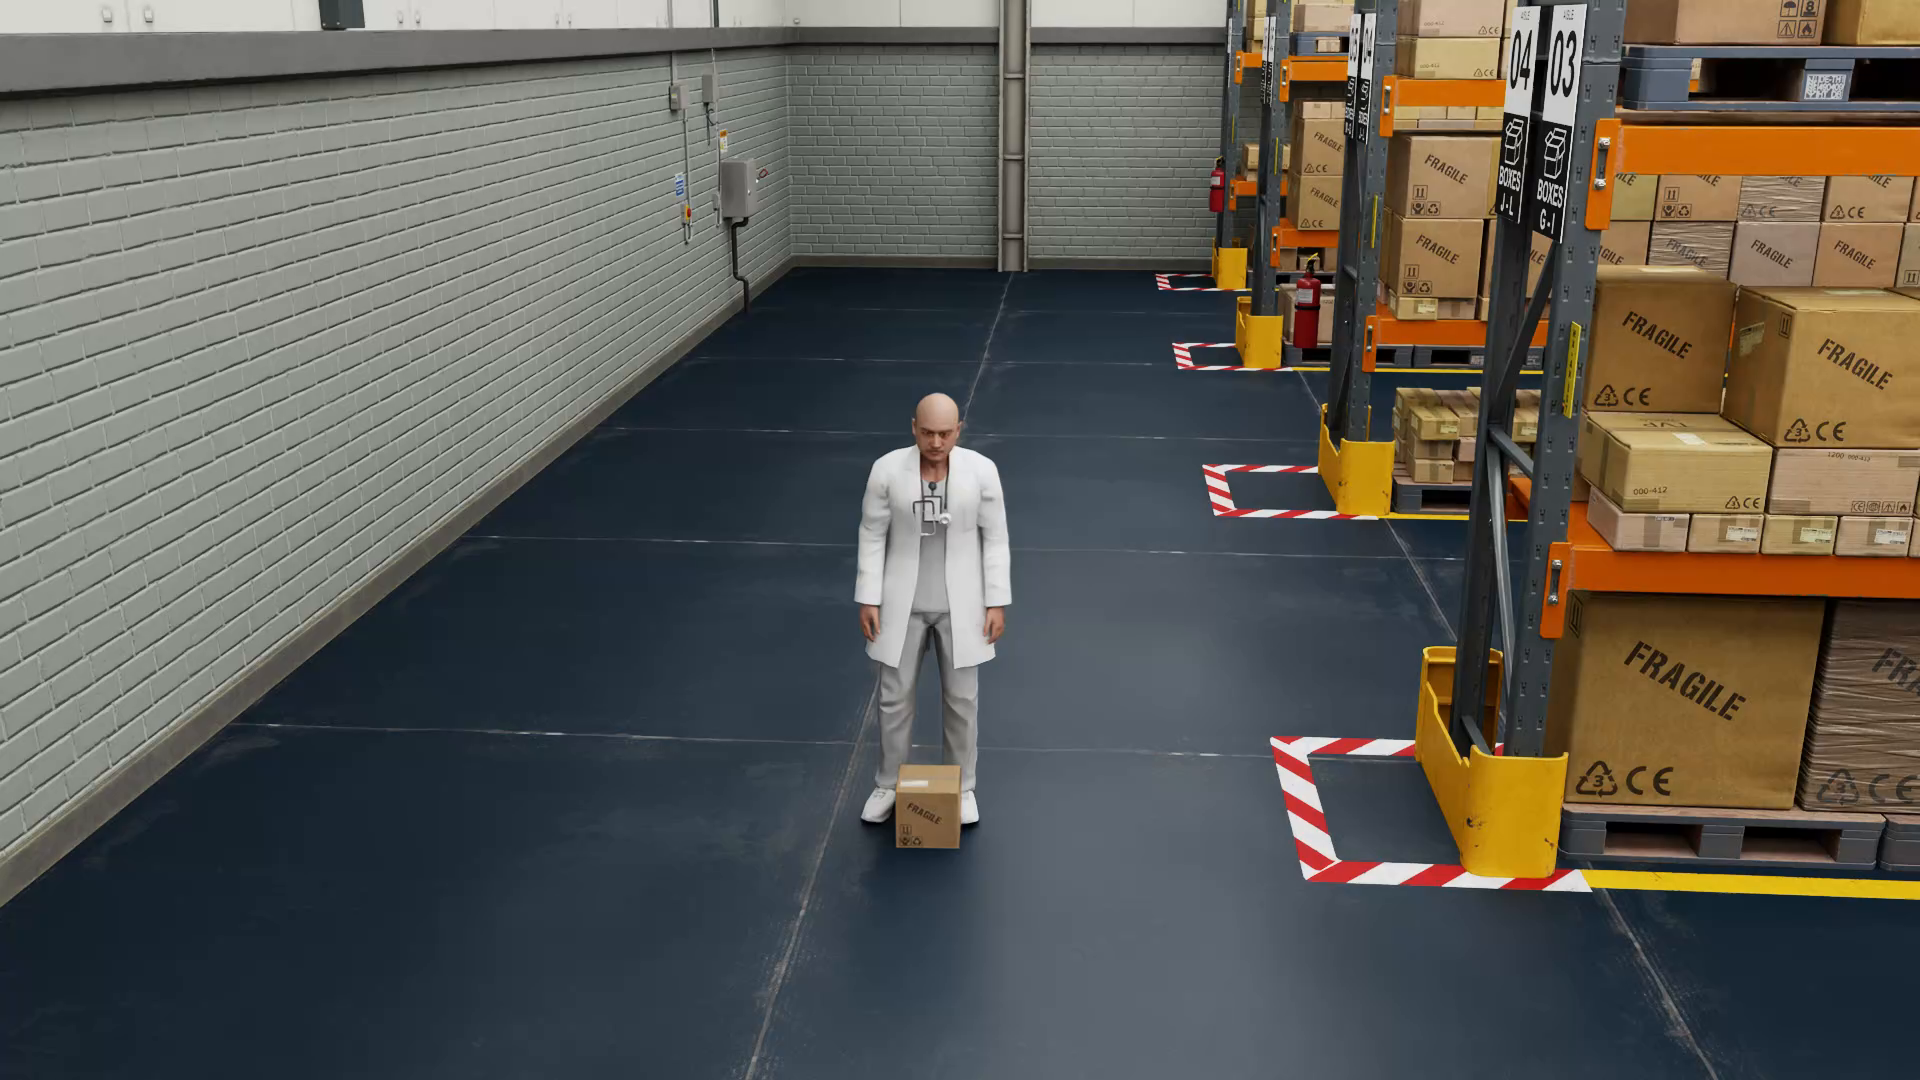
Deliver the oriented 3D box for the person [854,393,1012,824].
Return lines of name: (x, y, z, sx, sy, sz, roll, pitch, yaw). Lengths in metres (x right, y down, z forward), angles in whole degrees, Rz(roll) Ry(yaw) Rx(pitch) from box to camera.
person: (-0.110, 0.286, 6.710, 0.637, 1.739, 0.428, 1, 17, 2)
